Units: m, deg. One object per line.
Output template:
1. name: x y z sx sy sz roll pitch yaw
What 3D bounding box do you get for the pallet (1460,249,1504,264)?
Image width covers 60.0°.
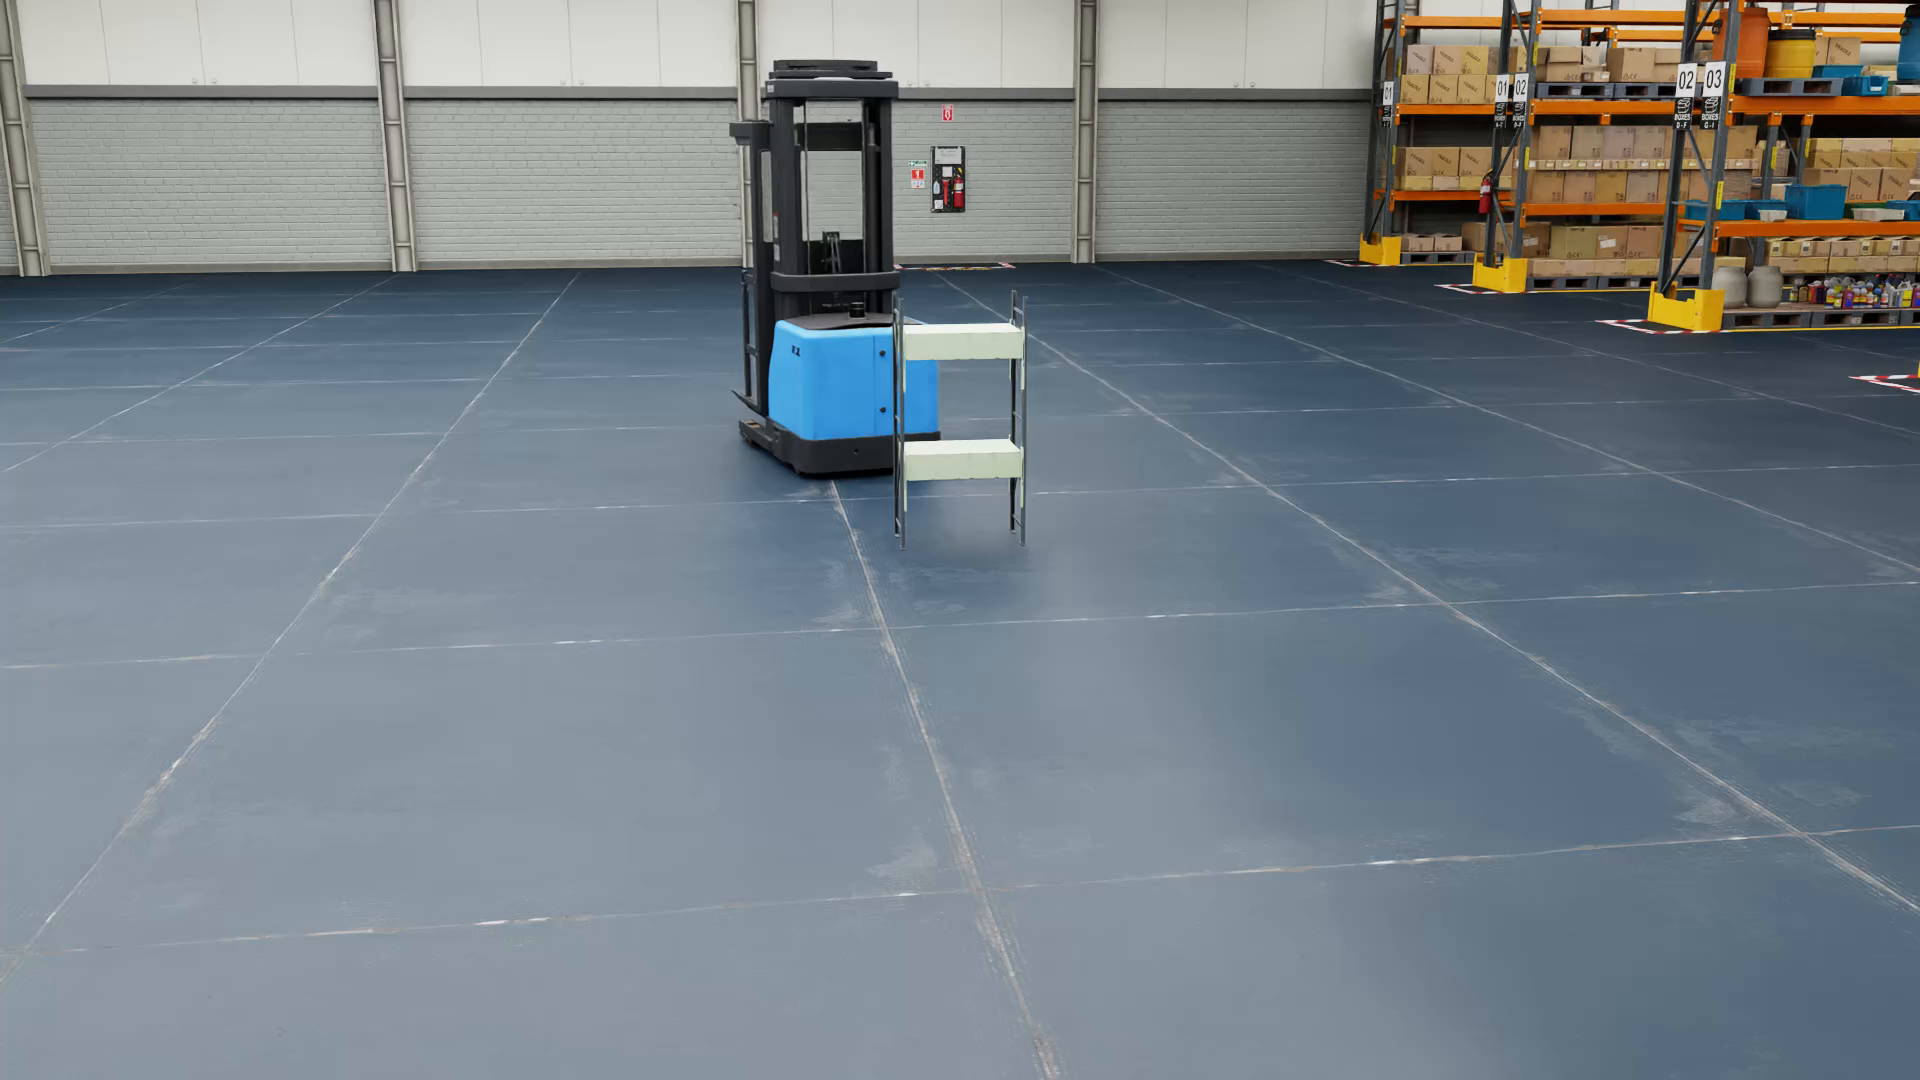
1. pallet: 9.709 -5.260 30.763 1.213 0.211 1.003 -2 14 -8

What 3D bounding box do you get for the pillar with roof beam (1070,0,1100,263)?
1. pillar with roof beam: 2.894 -8.436 25.361 0.400 9.000 9.100 -2 14 -8

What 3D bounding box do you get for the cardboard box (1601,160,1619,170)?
1. cardboard box: 9.804 -5.718 25.315 0.250 0.149 0.380 -3 14 -10

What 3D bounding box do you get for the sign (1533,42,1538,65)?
1. sign: 8.440 -7.138 24.391 0.005 0.325 0.100 -2 14 -8

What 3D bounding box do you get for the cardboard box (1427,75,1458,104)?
1. cardboard box: 8.526 -8.022 29.628 0.500 0.500 0.500 -1 14 -5

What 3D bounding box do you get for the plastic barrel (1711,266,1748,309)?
1. plastic barrel: 9.737 -3.202 21.074 0.421 0.512 0.421 0 14 0

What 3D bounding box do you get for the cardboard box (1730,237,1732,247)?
1. cardboard box: 14.302 -5.807 31.446 0.500 0.500 0.700 -2 14 -8

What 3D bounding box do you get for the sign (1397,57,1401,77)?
1. sign: 7.703 -8.294 29.164 0.005 0.325 0.100 -2 14 -8

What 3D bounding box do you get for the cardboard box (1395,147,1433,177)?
1. cardboard box: 8.139 -6.791 29.861 0.500 0.500 0.500 -2 14 -8

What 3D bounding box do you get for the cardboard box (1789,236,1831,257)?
1. cardboard box: 13.260 -4.613 26.087 0.500 0.311 0.500 -2 14 -9

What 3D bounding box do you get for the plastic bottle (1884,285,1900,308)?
1. plastic bottle: 11.789 -3.084 21.046 0.135 0.276 0.152 -2 14 -7

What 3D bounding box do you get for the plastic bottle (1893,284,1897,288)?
1. plastic bottle: 11.909 -3.116 21.159 0.133 0.283 0.061 -2 14 -8

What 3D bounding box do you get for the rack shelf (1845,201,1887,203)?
1. rack shelf: 14.297 -5.223 26.360 4.000 0.370 1.077 -2 14 -8

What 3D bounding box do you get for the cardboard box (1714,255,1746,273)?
1. cardboard box: 11.893 -4.300 25.990 0.500 0.250 0.500 -2 14 -8

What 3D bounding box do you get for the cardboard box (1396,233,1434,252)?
1. cardboard box: 8.319 -5.458 30.443 0.500 0.311 0.500 -4 15 -15

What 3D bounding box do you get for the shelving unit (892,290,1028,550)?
1. shelving unit: -0.007 -0.727 10.038 0.755 1.500 0.431 -2 14 -8

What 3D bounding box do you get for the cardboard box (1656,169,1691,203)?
1. cardboard box: 10.864 -5.492 25.750 0.500 0.500 0.700 -2 14 -7

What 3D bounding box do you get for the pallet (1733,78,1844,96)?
1. pallet: 9.930 -5.532 20.338 1.213 0.211 1.003 -2 14 -8

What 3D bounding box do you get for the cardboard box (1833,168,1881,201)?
1. cardboard box: 14.097 -5.609 26.215 0.500 0.500 0.500 -2 14 -8

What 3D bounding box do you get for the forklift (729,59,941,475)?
1. forklift: -1.139 -2.207 12.995 1.130 2.935 3.031 -5 15 -20

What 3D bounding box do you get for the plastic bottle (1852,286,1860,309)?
1. plastic bottle: 11.276 -3.056 20.945 0.097 0.271 0.097 0 14 0

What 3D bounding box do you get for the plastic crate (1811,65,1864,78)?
1. plastic crate: 10.939 -5.751 20.855 0.575 0.384 0.392 -2 14 -8

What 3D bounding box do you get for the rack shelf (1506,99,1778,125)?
1. rack shelf: 10.341 -6.533 25.417 4.000 0.370 1.077 -2 14 -8

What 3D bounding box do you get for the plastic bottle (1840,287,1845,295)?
1. plastic bottle: 11.464 -3.178 21.575 0.097 0.201 0.097 0 14 0

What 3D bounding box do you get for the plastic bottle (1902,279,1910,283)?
1. plastic bottle: 12.357 -3.275 21.811 0.135 0.276 0.152 -2 14 -6

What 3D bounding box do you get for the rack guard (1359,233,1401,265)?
1. rack guard: 7.697 -5.336 30.471 0.348 0.500 1.175 -2 14 -8

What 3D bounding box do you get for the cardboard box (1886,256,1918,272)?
1. cardboard box: 14.784 -4.399 26.387 0.500 0.250 0.500 -2 14 -7

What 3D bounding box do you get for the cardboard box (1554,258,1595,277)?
1. cardboard box: 9.421 -4.209 25.629 0.500 0.250 0.500 -2 14 -8

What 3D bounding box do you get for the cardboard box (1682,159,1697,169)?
1. cardboard box: 11.076 -5.765 25.502 0.250 0.149 0.380 -2 14 -9

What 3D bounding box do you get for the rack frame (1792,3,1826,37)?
1. rack frame: 15.533 -9.746 30.582 0.127 3.000 1.000 -2 14 -8

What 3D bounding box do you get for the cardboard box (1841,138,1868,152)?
1. cardboard box: 16.551 -7.376 31.067 0.500 0.250 0.500 -2 14 -9

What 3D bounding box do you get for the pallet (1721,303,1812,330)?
1. pallet: 9.970 -2.852 21.161 1.213 0.211 1.003 -2 14 -8

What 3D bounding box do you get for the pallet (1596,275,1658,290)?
1. pallet: 10.317 -4.083 26.068 1.213 0.211 1.003 -2 14 -8

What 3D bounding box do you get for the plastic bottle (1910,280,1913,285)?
1. plastic bottle: 12.374 -3.253 21.708 0.133 0.283 0.061 -2 14 -8

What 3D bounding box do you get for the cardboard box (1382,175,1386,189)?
1. cardboard box: 8.055 -6.546 30.425 0.500 0.250 0.500 -2 14 -7

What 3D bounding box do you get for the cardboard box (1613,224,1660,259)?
1. cardboard box: 10.411 -4.608 25.676 0.500 0.500 0.500 -2 14 -8

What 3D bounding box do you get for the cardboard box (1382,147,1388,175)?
1. cardboard box: 8.056 -6.915 30.353 0.500 0.500 0.500 -2 14 -9

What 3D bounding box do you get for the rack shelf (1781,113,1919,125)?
1. rack shelf: 17.510 -8.014 31.324 4.000 0.370 1.077 -2 14 -8

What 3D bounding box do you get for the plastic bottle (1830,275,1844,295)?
1. plastic bottle: 11.402 -3.278 21.666 0.185 0.351 0.144 -2 14 -6

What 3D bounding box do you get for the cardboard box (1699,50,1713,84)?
1. cardboard box: 11.782 -7.319 25.718 0.500 0.500 0.500 -1 14 -4

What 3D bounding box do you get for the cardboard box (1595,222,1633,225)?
1. cardboard box: 10.331 -4.737 26.190 0.500 0.500 0.500 -2 14 -8

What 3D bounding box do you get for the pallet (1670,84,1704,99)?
1. pallet: 11.479 -6.874 25.481 1.213 0.211 1.003 -2 14 -8

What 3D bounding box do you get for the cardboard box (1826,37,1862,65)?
1. cardboard box: 13.494 -7.488 25.650 0.500 0.500 0.500 -1 14 -3

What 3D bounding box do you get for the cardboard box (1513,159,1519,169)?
1. cardboard box: 8.713 -5.777 25.552 0.250 0.149 0.380 -2 14 -9

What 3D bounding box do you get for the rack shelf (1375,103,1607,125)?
1. rack shelf: 9.600 -7.724 30.168 4.000 0.370 1.077 -2 14 -8

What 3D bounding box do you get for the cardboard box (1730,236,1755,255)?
1. cardboard box: 12.677 -4.725 26.532 0.500 0.311 0.500 -2 14 -8

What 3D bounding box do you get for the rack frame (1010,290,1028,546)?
1. rack frame: 0.355 -0.740 10.091 0.023 1.500 0.400 -2 14 -8

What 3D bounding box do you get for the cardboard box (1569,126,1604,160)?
1. cardboard box: 9.399 -6.068 25.379 0.500 0.500 0.700 -2 14 -10

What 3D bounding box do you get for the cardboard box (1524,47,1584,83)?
1. cardboard box: 8.932 -7.151 25.039 0.637 0.503 0.797 -1 14 -4

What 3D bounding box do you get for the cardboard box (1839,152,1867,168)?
1. cardboard box: 16.570 -7.011 31.153 0.500 0.500 0.500 -2 14 -6

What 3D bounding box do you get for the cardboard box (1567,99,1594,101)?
1. cardboard box: 11.112 -8.126 30.044 0.500 0.500 0.500 -2 14 -7

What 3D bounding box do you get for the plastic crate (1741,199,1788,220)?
1. plastic crate: 10.191 -4.203 21.120 0.408 0.251 0.499 -2 14 -8

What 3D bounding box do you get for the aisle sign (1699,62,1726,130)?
1. aisle sign: 9.070 -5.351 20.046 0.004 0.787 0.394 -2 14 -8

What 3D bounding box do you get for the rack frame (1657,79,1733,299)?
1. rack frame: 9.098 -4.163 20.654 0.127 3.000 1.000 -2 14 -8

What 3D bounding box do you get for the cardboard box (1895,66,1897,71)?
1. cardboard box: 17.556 -8.653 31.284 0.500 0.500 0.700 -2 14 -8

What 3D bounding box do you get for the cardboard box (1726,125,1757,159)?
1. cardboard box: 11.881 -6.159 25.743 0.500 0.500 0.700 -2 14 -8
